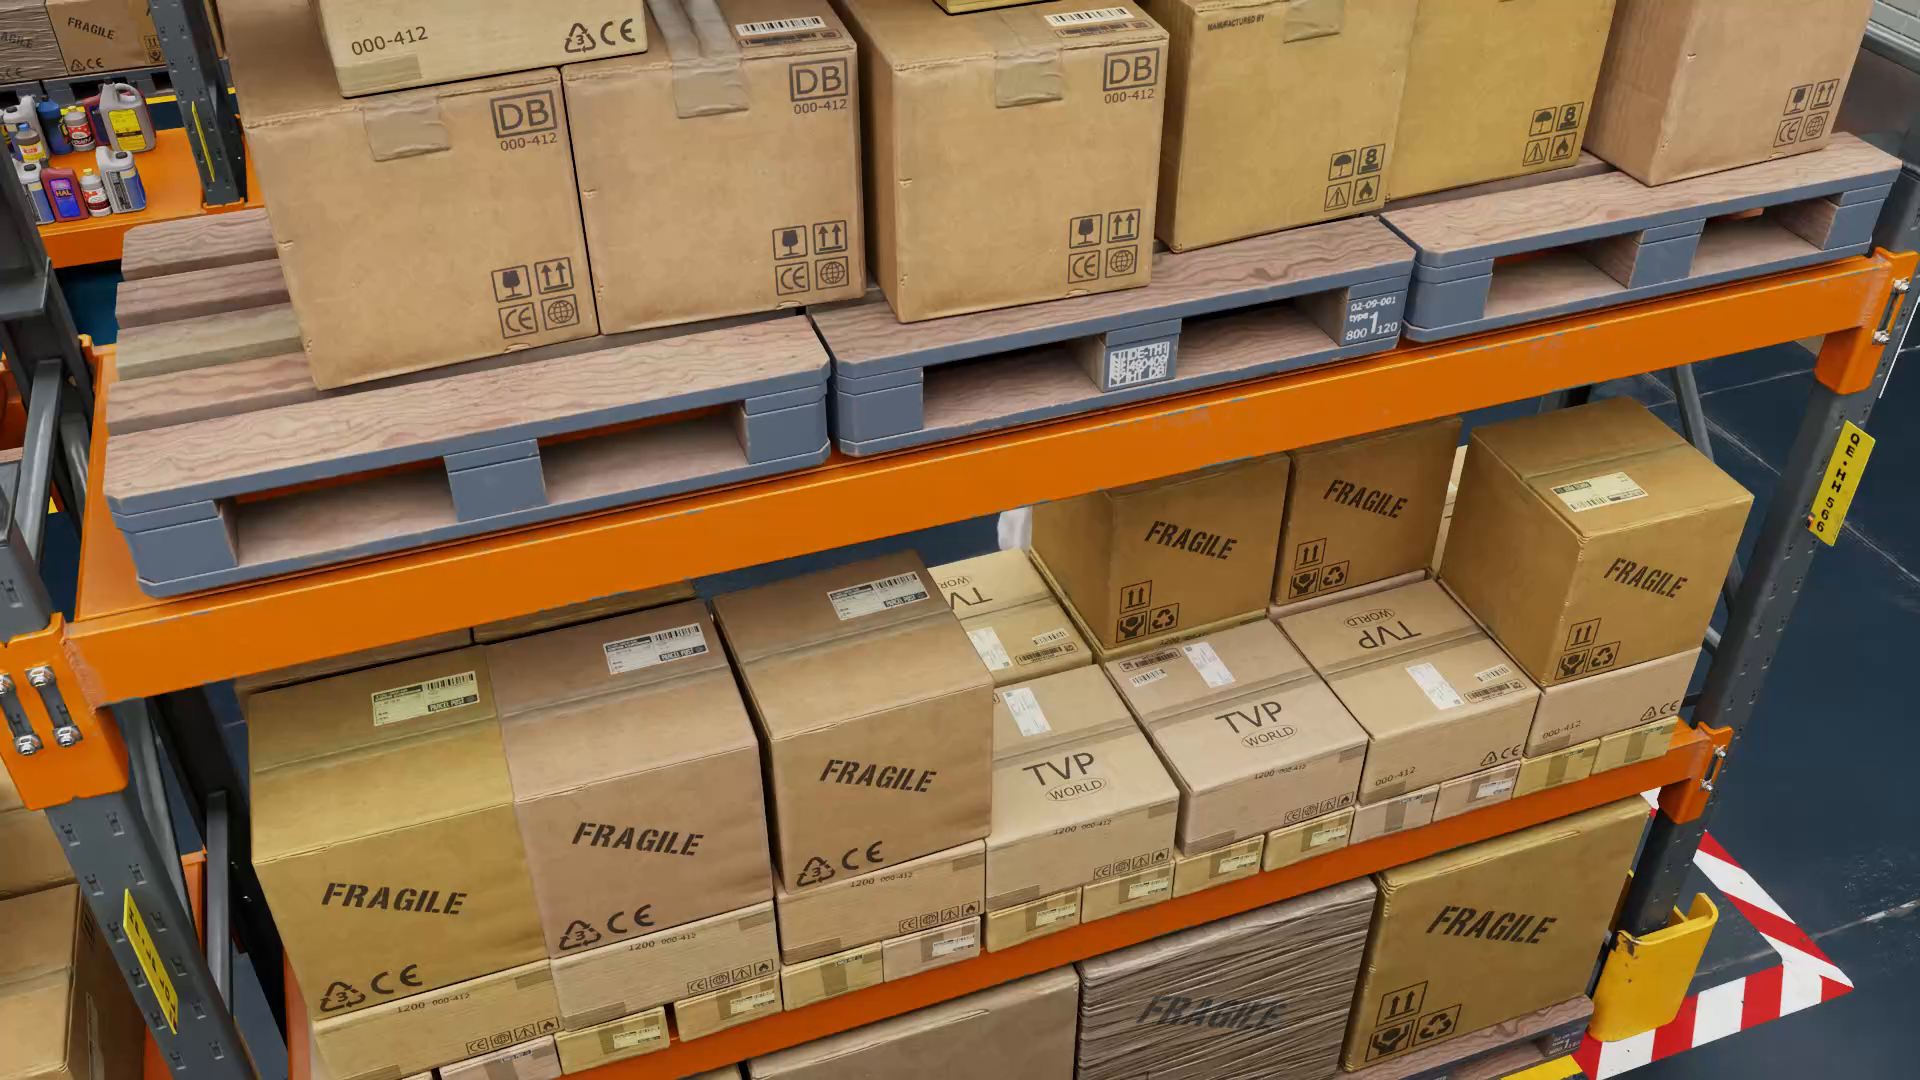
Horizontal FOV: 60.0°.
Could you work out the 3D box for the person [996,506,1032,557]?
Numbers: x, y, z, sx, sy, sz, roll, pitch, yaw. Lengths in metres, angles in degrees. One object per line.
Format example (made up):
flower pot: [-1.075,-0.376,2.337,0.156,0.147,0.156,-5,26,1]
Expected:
person: [0.379,0.060,6.051,0.465,1.770,0.591,-15,40,-19]
